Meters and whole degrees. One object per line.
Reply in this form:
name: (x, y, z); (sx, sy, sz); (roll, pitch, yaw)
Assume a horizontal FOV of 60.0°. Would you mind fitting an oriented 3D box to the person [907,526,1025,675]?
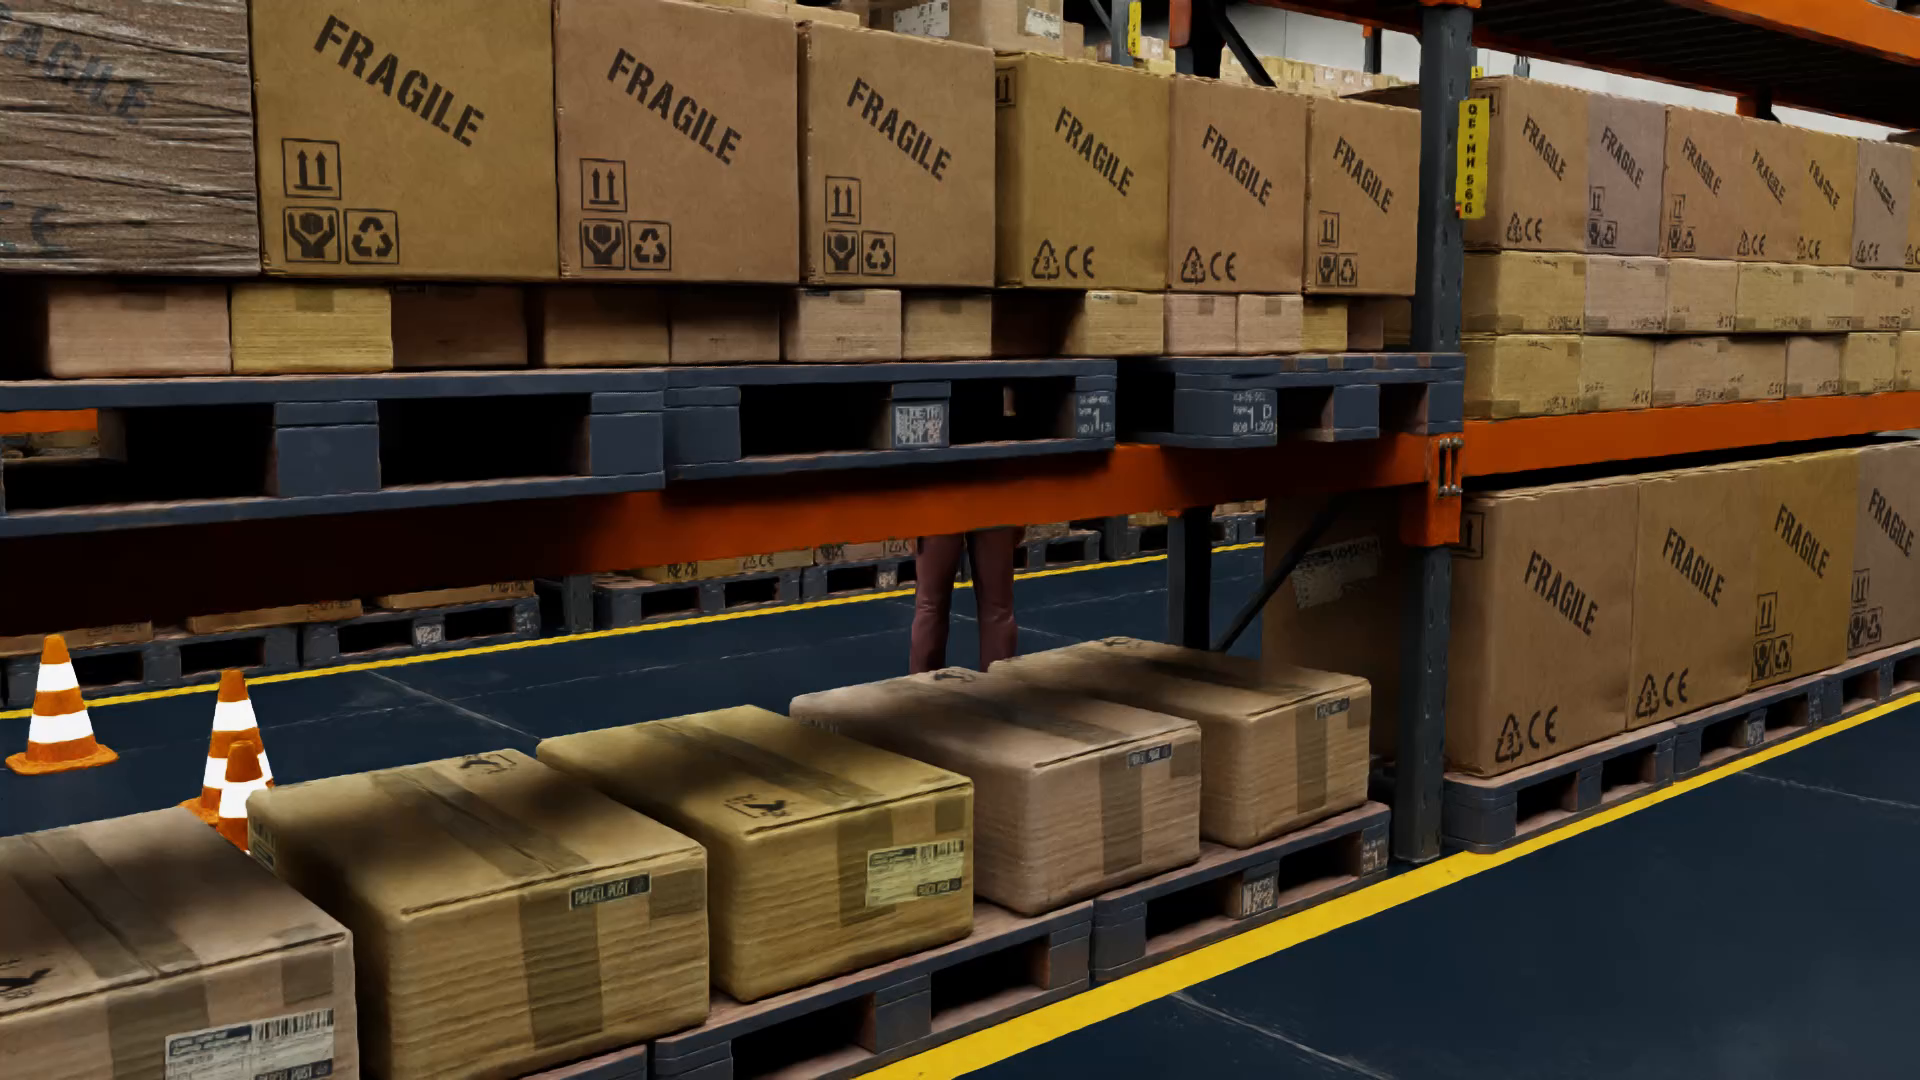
person: (0.021, -0.087, 6.363); (0.478, 1.678, 0.486); (-1, 8, -9)
